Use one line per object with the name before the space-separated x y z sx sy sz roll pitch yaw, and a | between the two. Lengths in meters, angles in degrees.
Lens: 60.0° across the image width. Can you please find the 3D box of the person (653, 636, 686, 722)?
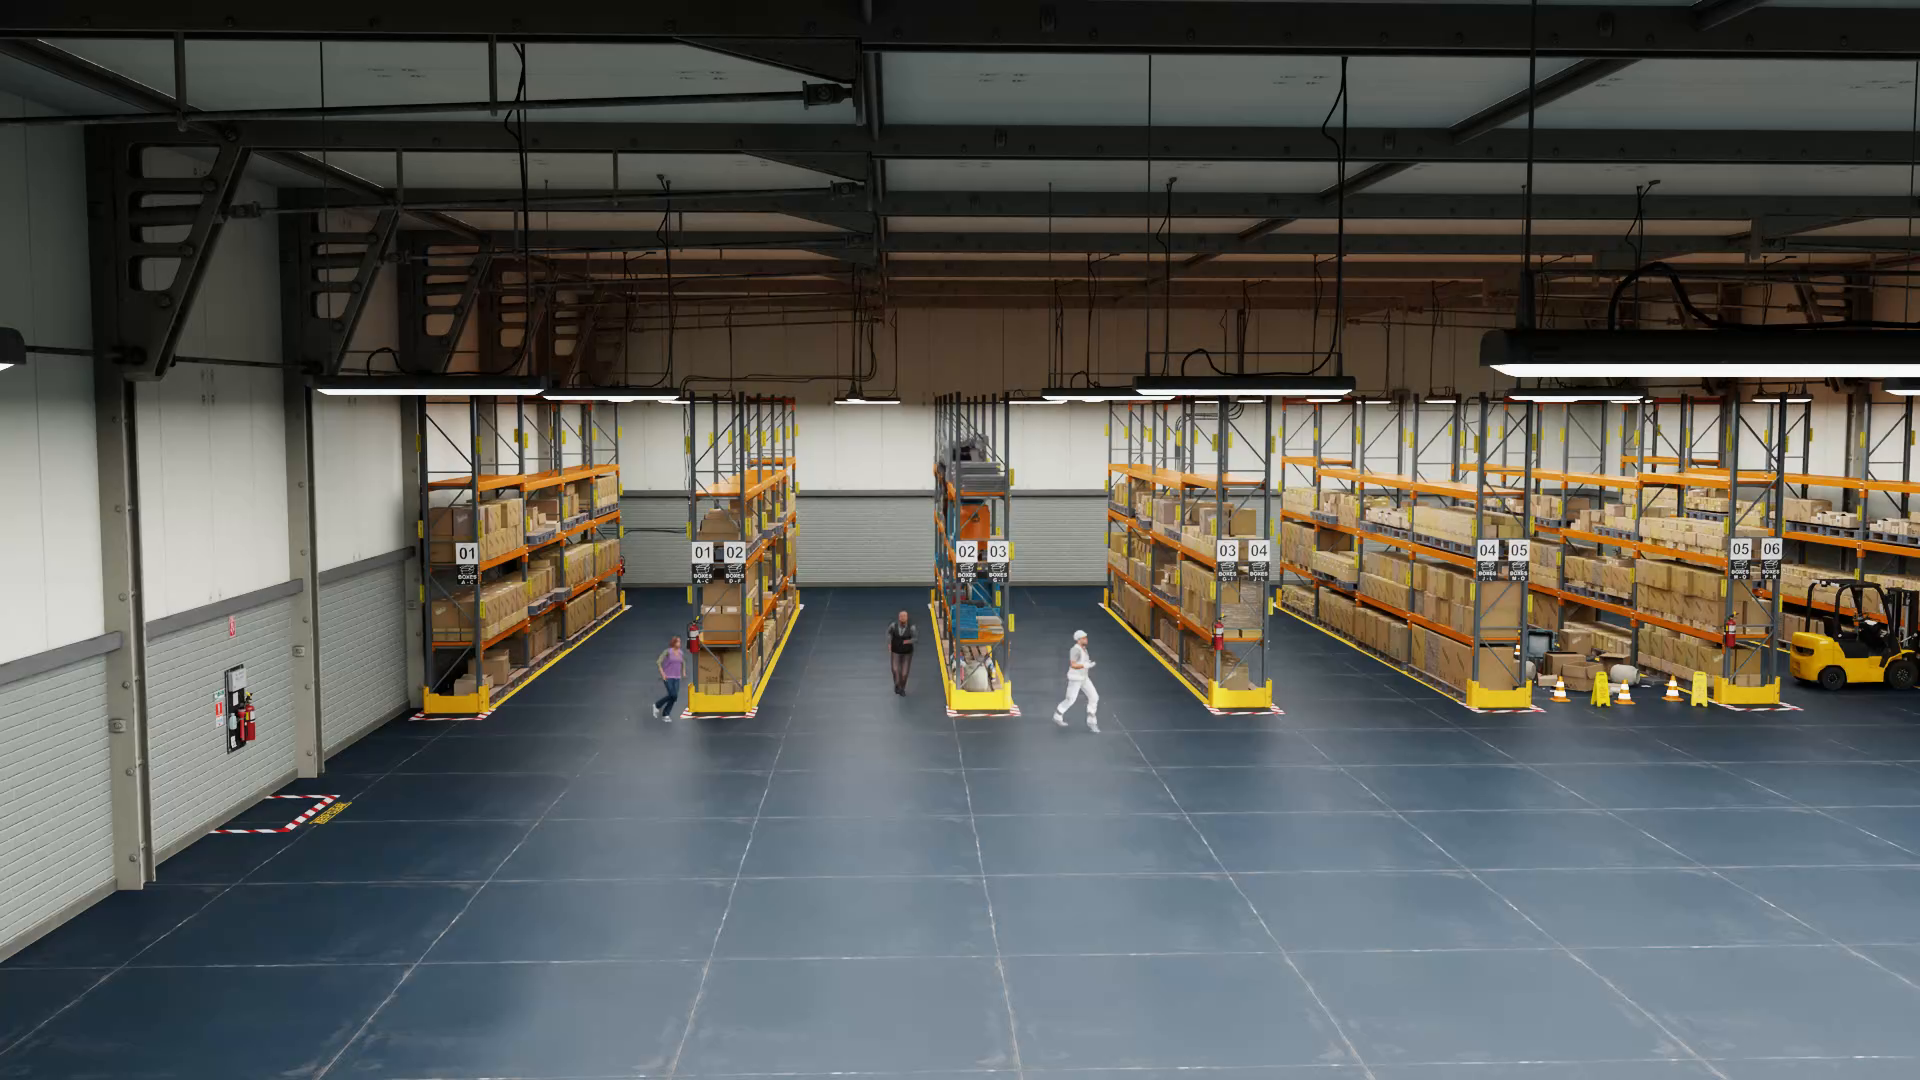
person | -5.253 2.523 30.345 0.519 1.539 0.594 4 6 42

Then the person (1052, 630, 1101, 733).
person | 2.020 2.499 29.308 0.888 1.838 0.626 3 5 32

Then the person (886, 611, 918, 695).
person | -1.150 2.237 32.837 0.644 1.673 0.706 0 5 1

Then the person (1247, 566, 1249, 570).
person | 8.033 1.284 45.144 0.546 1.748 0.710 0 5 4
